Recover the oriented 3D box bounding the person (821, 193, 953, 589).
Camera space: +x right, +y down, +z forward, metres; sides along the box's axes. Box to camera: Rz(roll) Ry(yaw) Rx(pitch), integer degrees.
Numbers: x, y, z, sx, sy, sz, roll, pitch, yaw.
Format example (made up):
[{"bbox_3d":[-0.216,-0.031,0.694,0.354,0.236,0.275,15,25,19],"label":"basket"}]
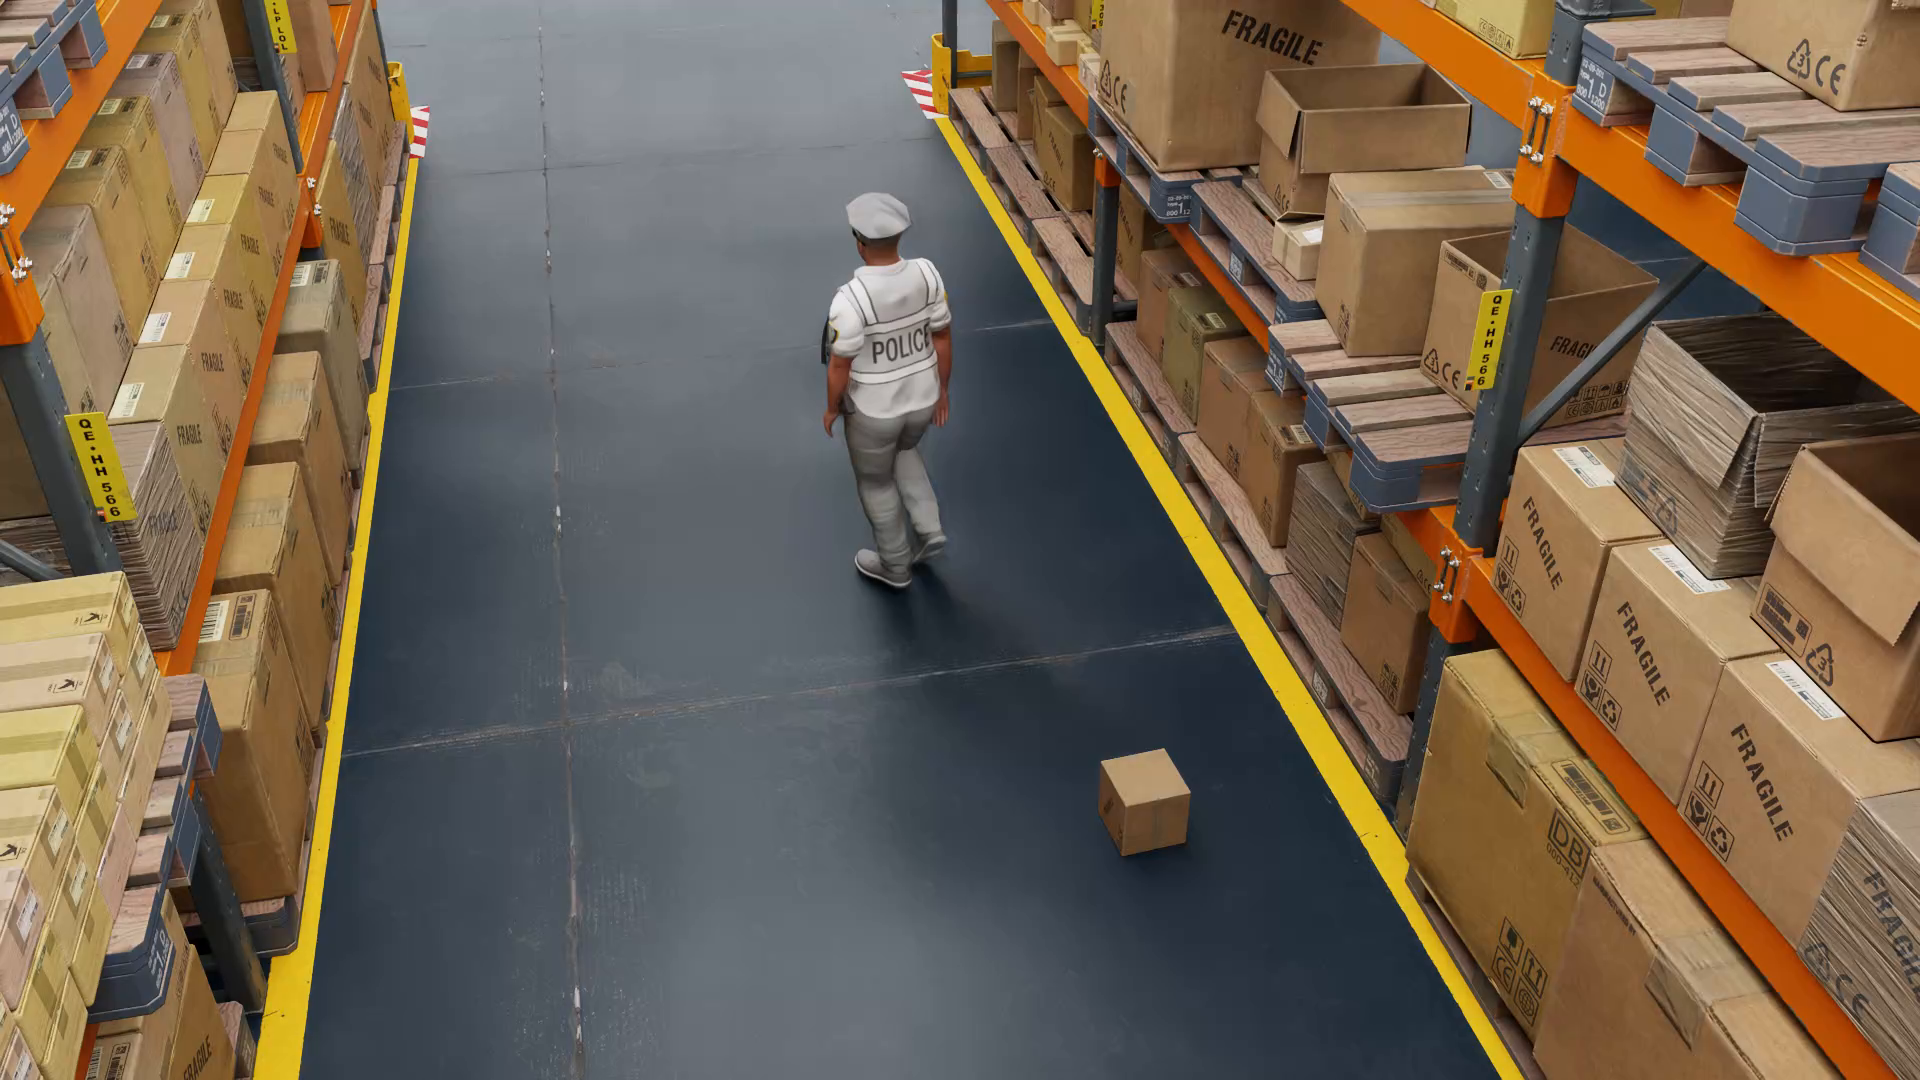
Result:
[{"bbox_3d":[-0.316,-0.591,6.976,0.543,1.798,0.452,-25,41,-32],"label":"person"}]
